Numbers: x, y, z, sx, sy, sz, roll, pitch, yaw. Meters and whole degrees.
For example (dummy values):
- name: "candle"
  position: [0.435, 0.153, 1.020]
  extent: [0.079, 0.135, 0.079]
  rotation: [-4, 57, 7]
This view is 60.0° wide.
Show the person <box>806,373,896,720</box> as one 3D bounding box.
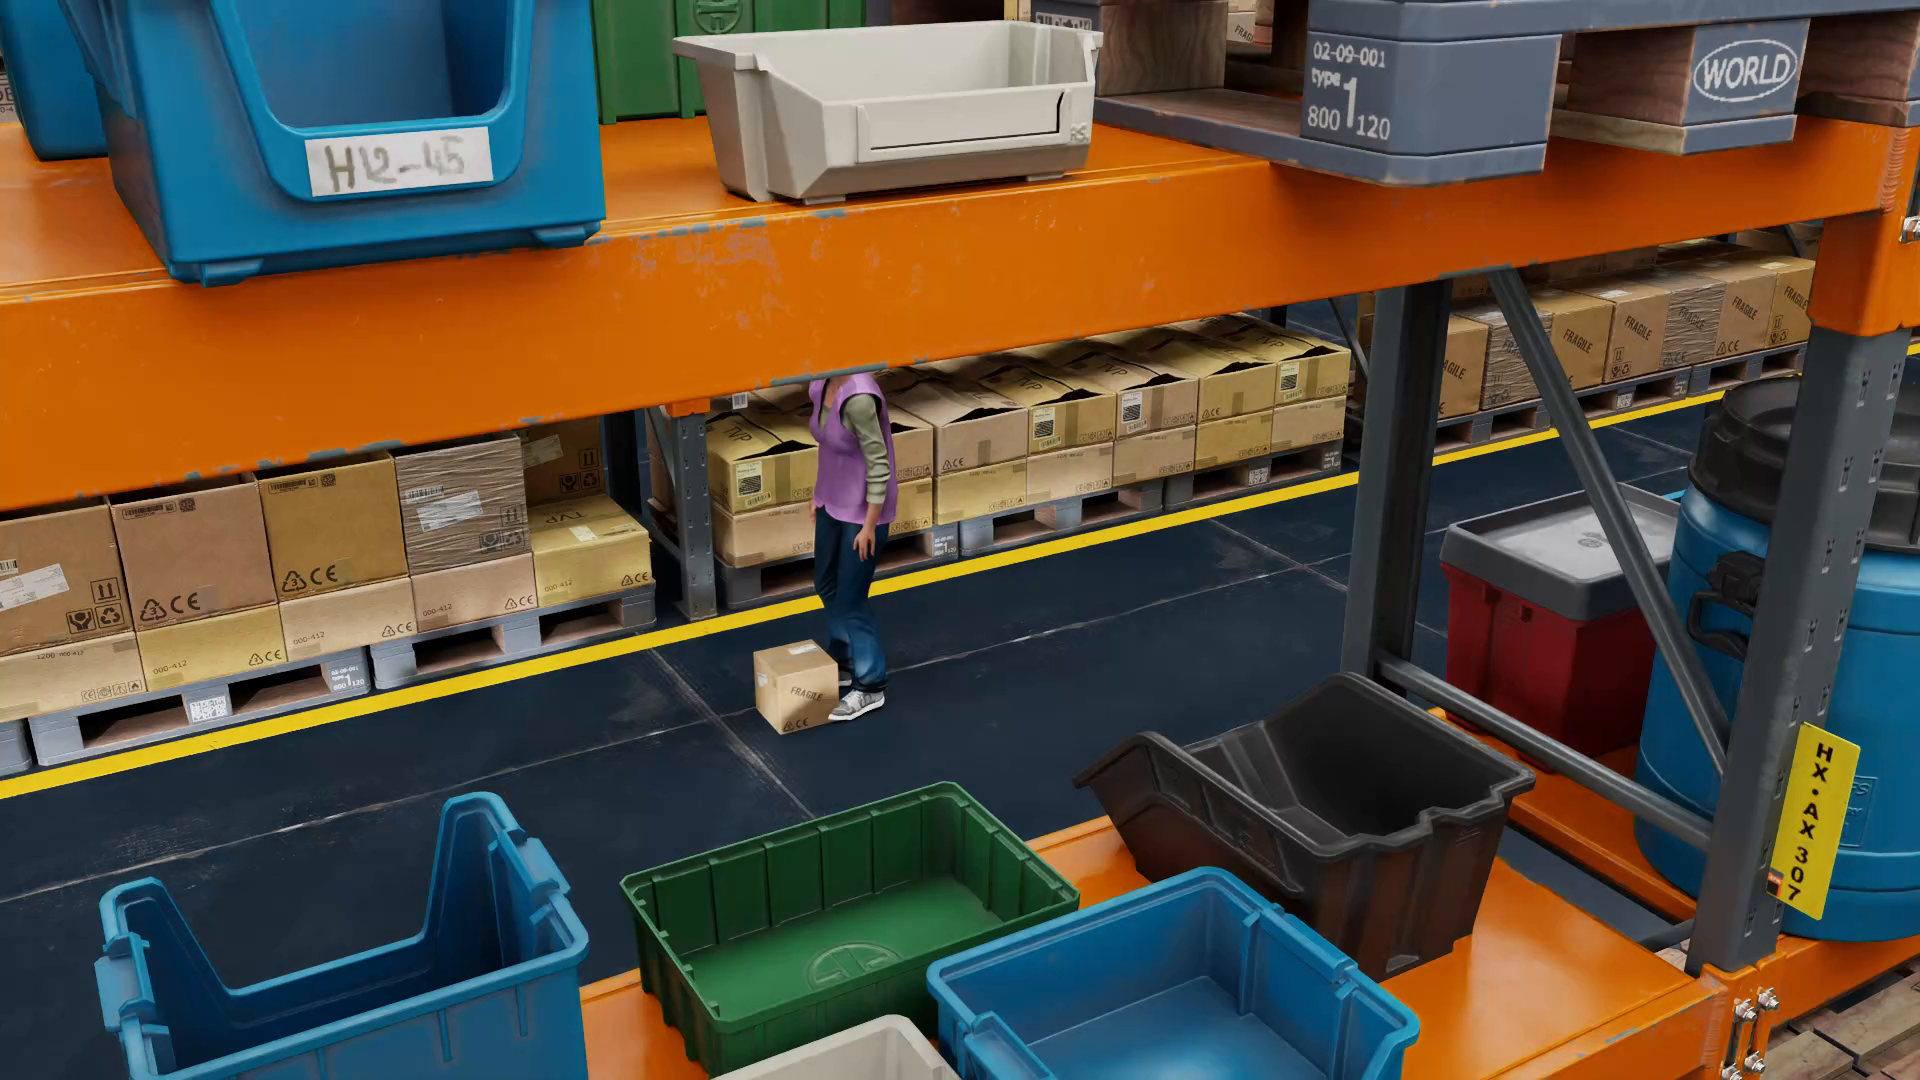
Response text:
- name: "person"
  position: [-0.438, -0.089, 6.338]
  extent: [0.350, 1.581, 0.468]
  rotation: [-11, 25, -26]
